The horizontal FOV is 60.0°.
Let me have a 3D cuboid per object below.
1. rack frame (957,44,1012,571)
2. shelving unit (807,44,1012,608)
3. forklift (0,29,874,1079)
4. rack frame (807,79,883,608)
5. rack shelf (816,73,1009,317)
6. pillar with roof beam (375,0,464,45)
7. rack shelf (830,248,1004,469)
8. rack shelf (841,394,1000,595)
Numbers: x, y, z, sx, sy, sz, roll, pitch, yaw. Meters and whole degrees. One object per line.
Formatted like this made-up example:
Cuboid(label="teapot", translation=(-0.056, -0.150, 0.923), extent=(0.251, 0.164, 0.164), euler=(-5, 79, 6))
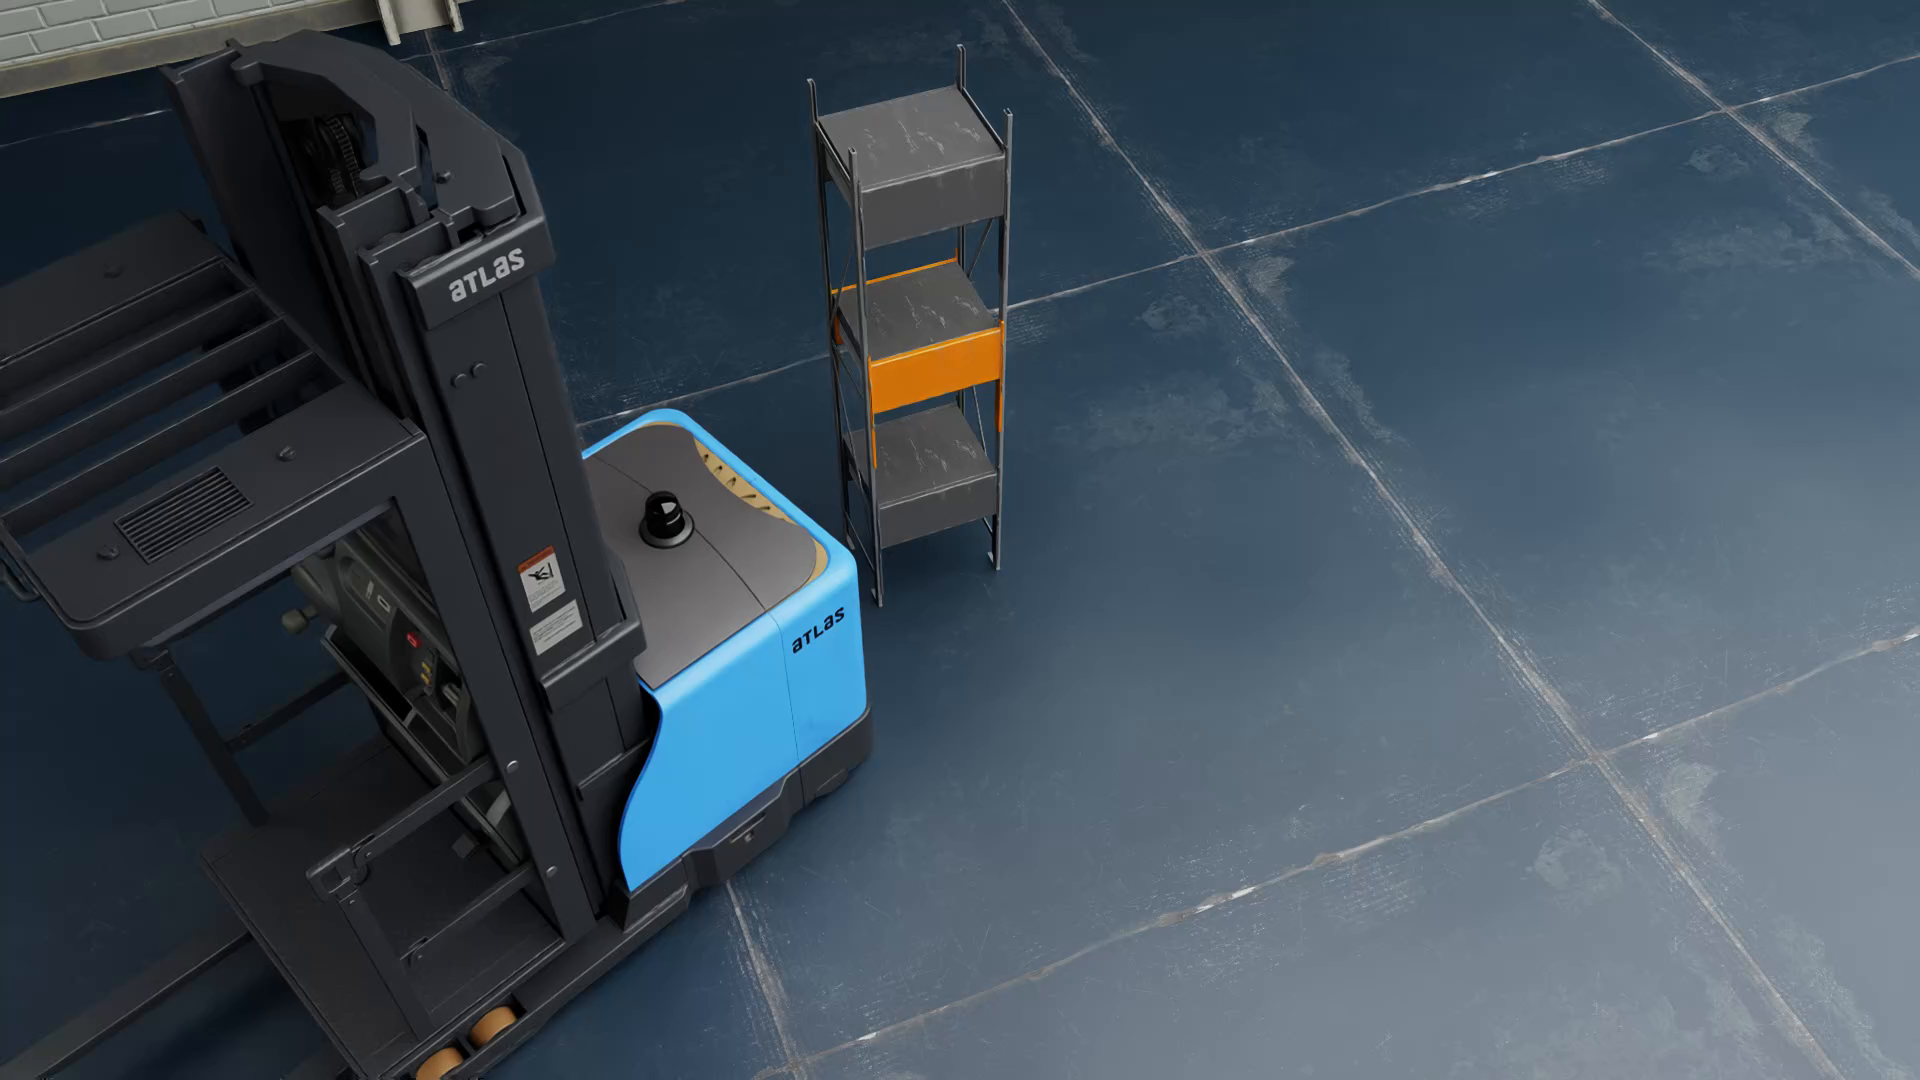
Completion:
Cuboid(label="rack frame", translation=(0.073, -0.707, 5.814), extent=(0.015, 2.100, 0.400), euler=(-17, 52, -14))
Cuboid(label="shelving unit", translation=(-0.153, -0.637, 5.753), extent=(0.503, 2.100, 0.431), euler=(-17, 52, -14))
Cuboid(label="forklift", translation=(-1.718, 0.313, 4.390), extent=(3.031, 2.935, 1.130), euler=(-36, 58, -27))
Cuboid(label="rack frame", translation=(-0.379, -0.567, 5.693), extent=(0.015, 2.100, 0.400), euler=(-17, 52, -14))
Cuboid(label="rack shelf", translation=(-0.153, -1.084, 5.233), extent=(0.480, 0.518, 0.431), euler=(-17, 52, -14))
Cuboid(label="pillar with roof beam", translation=(-1.281, -2.704, 2.981), extent=(0.400, 9.000, 9.100), euler=(-17, 52, -14))
Cuboid(label="rack shelf", translation=(-0.153, -0.628, 5.764), extent=(0.480, 0.518, 0.431), euler=(-17, 52, -14))
Cuboid(label="rack shelf", translation=(-0.153, -0.172, 6.295), extent=(0.480, 0.518, 0.431), euler=(-17, 52, -14))
